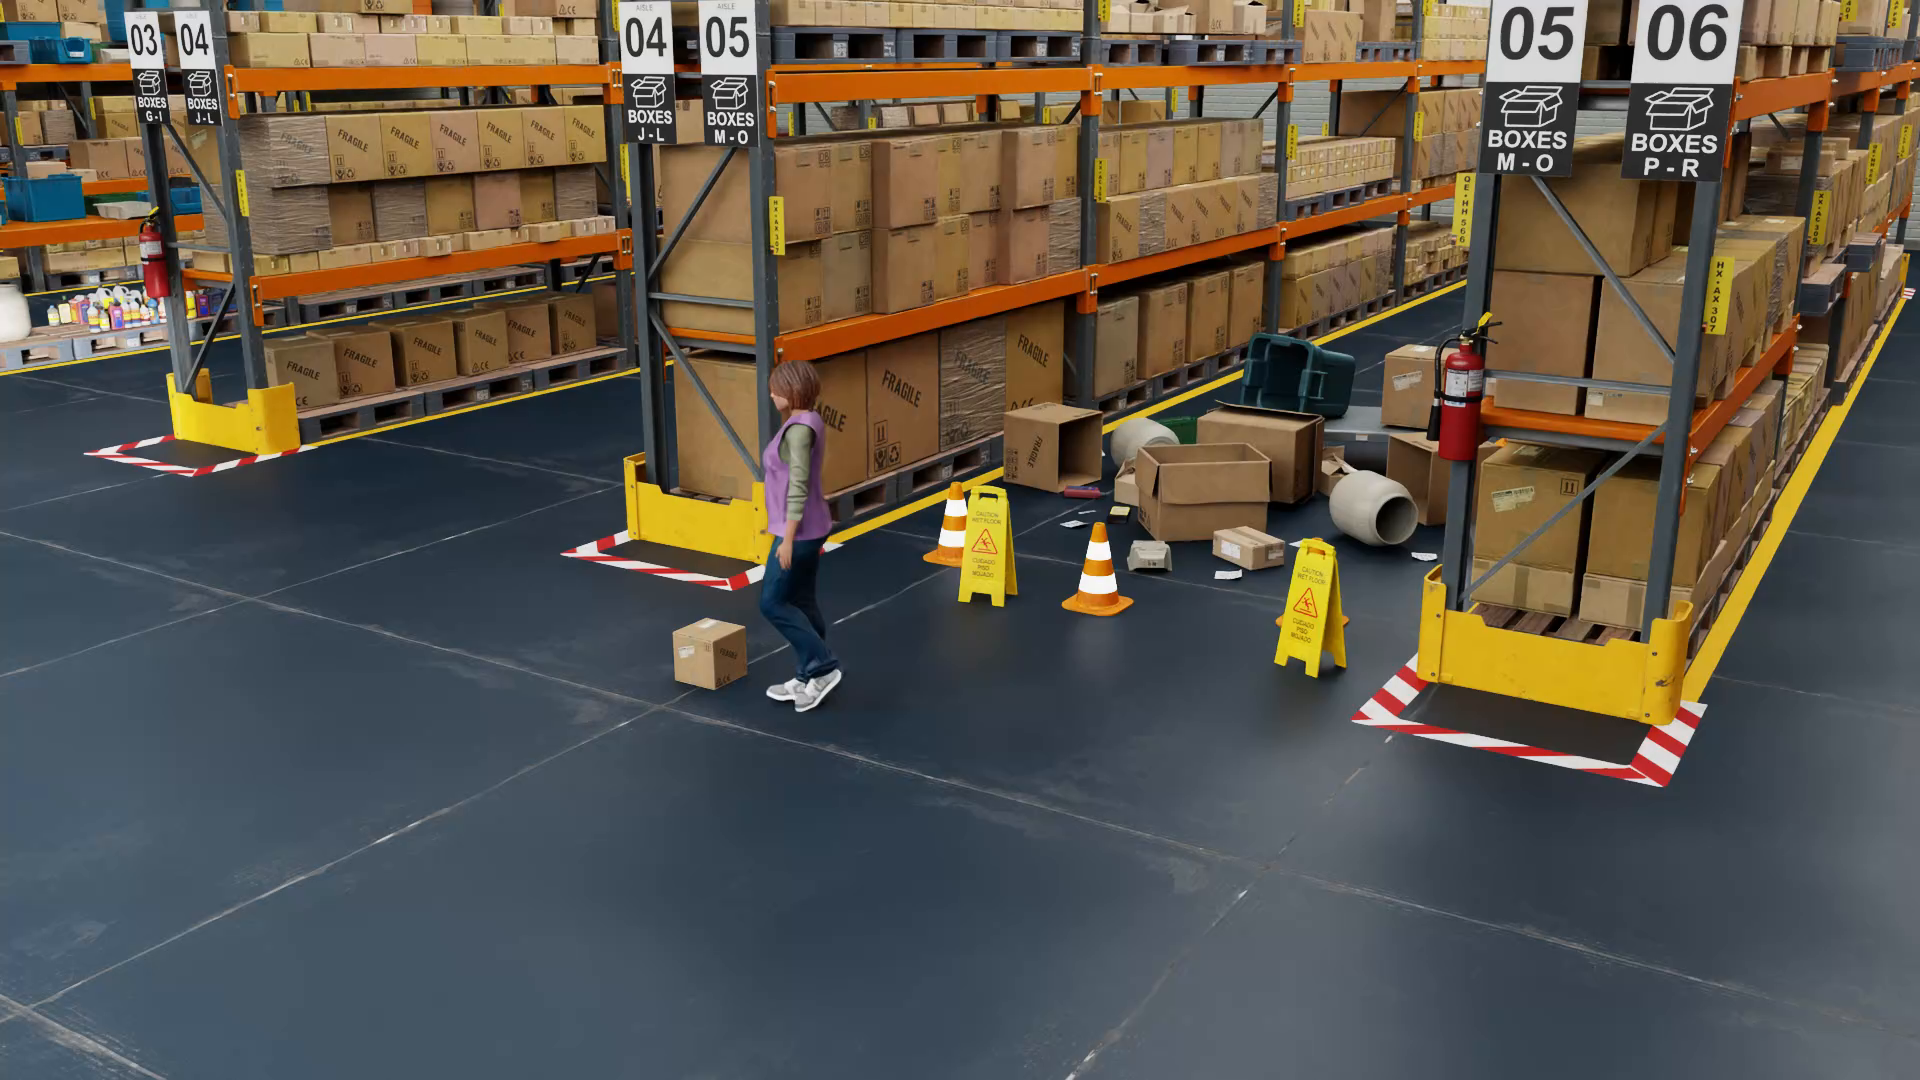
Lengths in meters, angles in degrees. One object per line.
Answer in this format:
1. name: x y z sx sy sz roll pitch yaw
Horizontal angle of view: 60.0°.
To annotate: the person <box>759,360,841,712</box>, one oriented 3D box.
1. person: -0.725 -0.019 7.585 0.360 1.608 0.440 1 16 3
